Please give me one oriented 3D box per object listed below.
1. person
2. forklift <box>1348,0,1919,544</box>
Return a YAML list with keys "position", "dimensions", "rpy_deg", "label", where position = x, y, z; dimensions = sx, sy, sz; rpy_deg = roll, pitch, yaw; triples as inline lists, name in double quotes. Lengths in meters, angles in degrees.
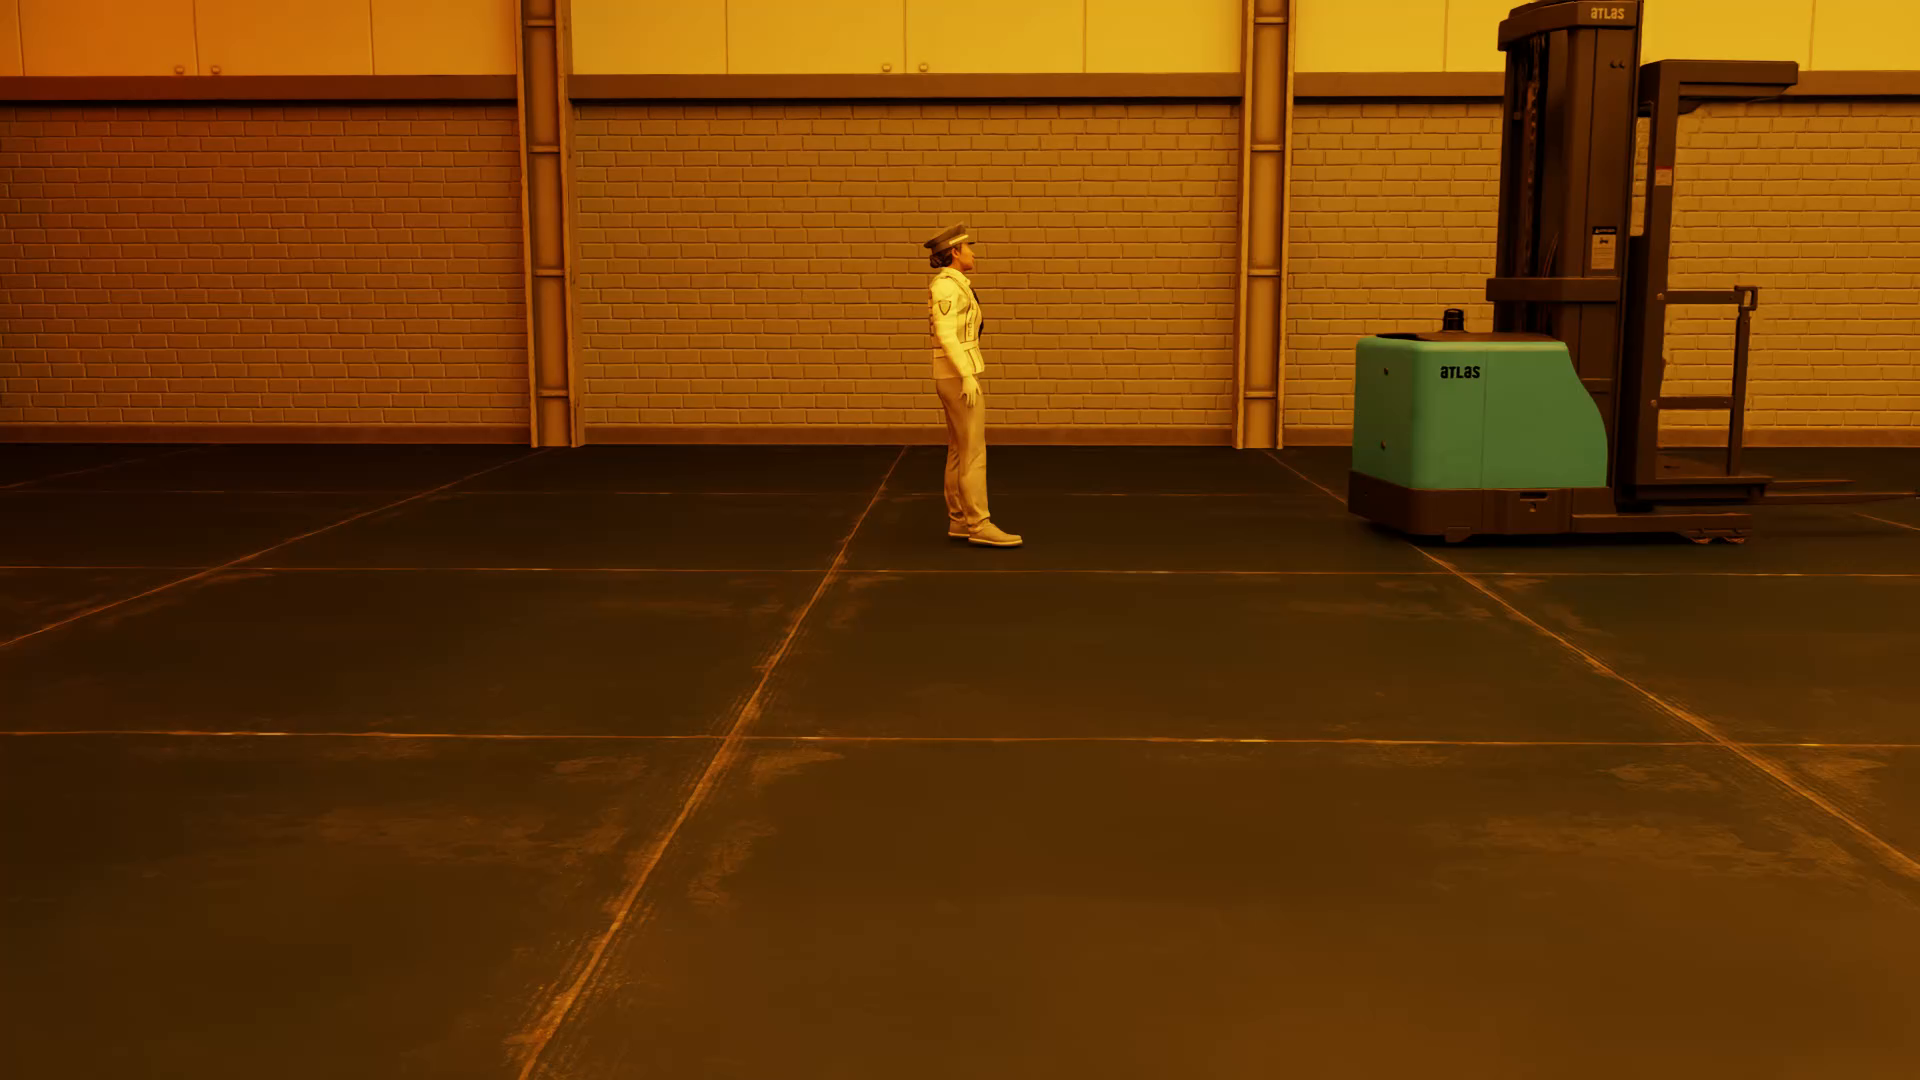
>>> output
- position: [0.069, -0.843, 8.864]
  dimensions: [0.530, 1.694, 0.586]
  rpy_deg: [0, 9, 1]
  label: "person"
- position: [3.798, -1.505, 9.149]
  dimensions: [3.031, 2.935, 1.130]
  rpy_deg: [-1, 9, -7]
  label: "forklift"
